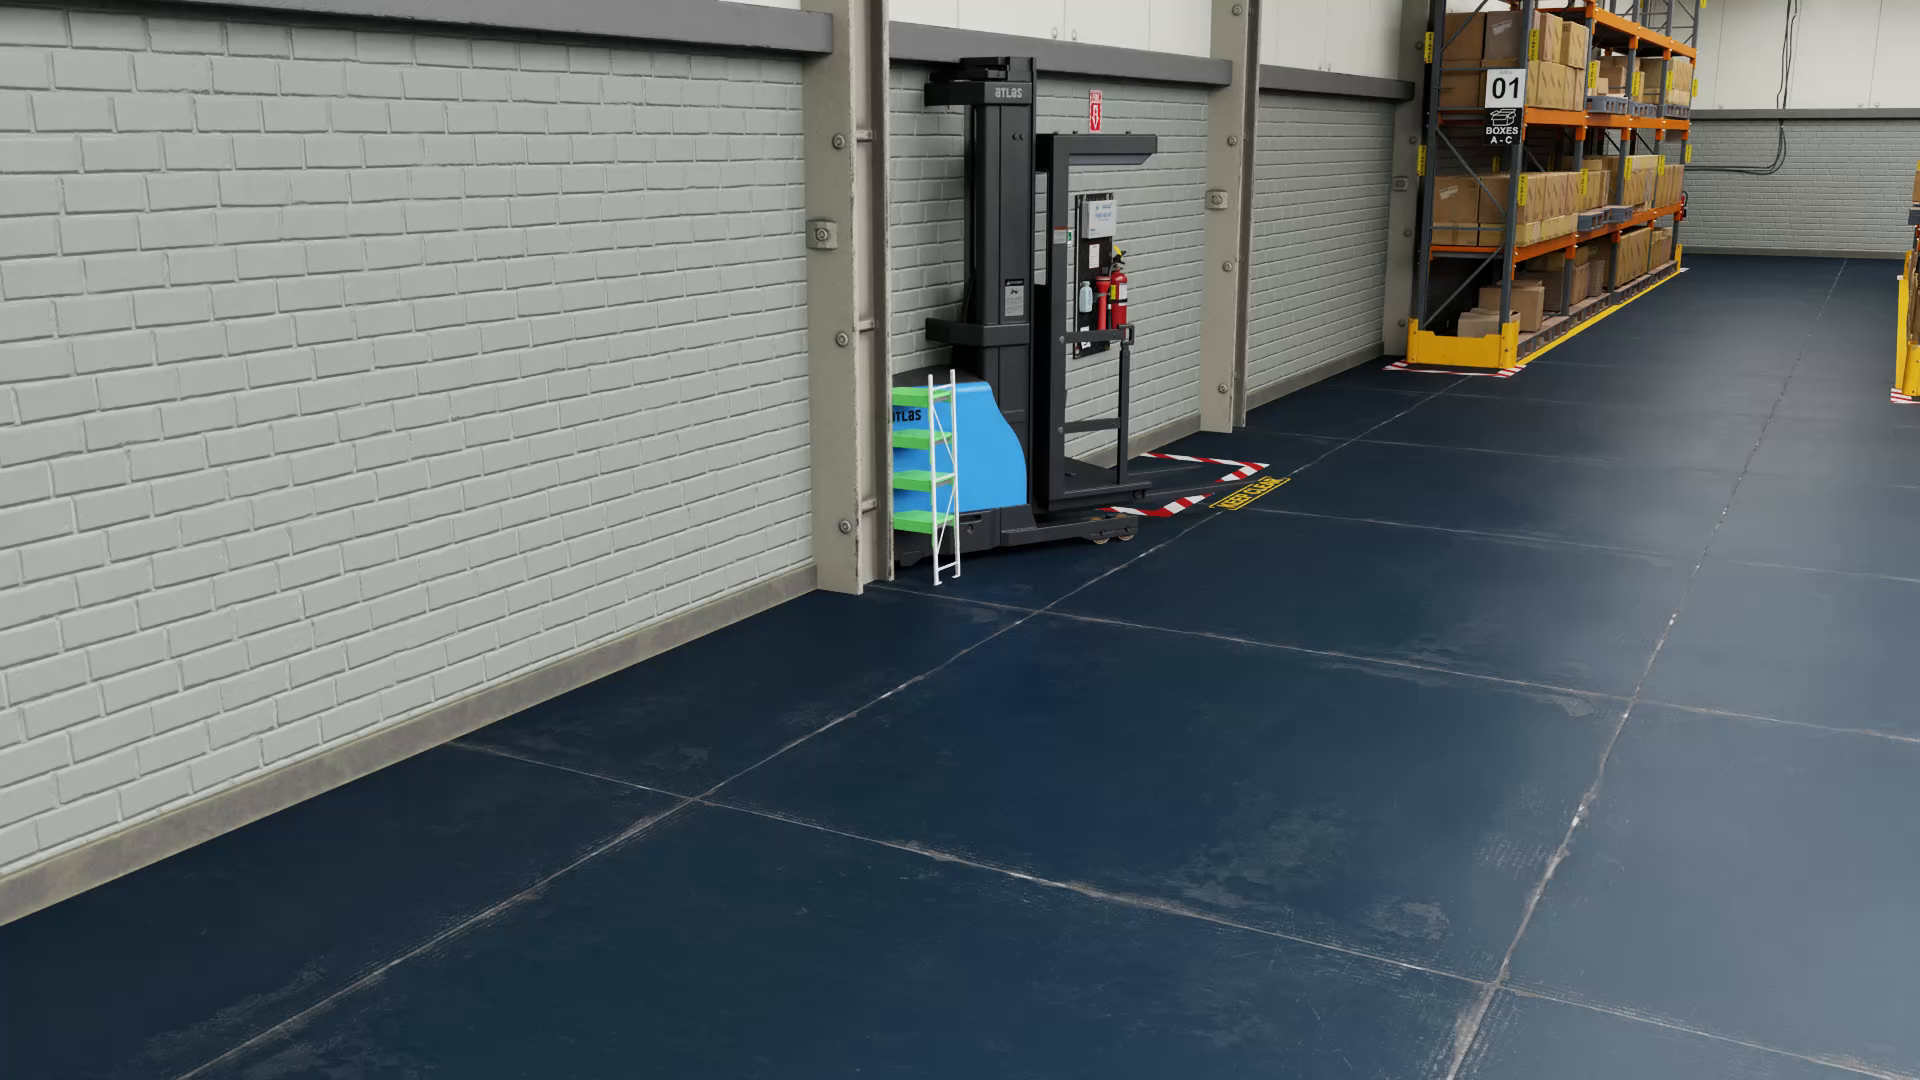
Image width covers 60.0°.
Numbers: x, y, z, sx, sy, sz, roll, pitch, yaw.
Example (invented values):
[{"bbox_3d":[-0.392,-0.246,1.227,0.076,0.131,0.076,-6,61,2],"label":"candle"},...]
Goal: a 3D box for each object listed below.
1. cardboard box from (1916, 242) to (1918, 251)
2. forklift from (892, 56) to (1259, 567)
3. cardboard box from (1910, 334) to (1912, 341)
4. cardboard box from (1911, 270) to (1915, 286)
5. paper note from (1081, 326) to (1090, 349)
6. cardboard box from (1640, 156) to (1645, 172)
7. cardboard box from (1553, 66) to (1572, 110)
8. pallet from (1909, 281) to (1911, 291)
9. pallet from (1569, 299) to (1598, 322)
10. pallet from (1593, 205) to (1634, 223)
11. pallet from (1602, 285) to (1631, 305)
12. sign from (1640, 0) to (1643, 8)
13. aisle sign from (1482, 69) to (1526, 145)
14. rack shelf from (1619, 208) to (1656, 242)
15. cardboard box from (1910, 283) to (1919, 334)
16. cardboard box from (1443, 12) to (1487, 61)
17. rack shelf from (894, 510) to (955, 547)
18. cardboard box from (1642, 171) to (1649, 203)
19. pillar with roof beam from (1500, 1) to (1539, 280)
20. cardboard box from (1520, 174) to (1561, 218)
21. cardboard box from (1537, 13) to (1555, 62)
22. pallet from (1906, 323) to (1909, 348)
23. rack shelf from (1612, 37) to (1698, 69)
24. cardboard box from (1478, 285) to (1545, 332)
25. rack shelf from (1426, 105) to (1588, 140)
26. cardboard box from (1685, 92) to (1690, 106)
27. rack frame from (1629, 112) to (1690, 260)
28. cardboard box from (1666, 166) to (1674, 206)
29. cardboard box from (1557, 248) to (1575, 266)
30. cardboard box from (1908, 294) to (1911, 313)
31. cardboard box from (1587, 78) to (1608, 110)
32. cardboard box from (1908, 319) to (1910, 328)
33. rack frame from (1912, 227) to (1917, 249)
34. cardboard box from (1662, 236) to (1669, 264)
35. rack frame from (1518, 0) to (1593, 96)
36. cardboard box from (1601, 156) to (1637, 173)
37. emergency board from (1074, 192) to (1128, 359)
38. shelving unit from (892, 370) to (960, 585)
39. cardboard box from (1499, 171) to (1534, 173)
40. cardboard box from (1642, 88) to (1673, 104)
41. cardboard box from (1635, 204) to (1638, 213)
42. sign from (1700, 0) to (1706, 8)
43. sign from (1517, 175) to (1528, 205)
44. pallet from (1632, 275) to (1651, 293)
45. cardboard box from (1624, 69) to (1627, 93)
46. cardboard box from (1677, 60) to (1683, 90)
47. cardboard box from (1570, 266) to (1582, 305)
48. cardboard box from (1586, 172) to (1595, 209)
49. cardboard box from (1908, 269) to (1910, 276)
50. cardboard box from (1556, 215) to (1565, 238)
[{"bbox_3d":[14.822,-4.419,25.258,0.500,0.250,0.500,7,15,28],"label":"cardboard box"},{"bbox_3d":[0.543,-1.498,10.493,3.031,2.935,1.130,-8,16,-29],"label":"forklift"},{"bbox_3d":[10.183,-1.986,17.340,0.500,0.250,0.500,7,15,28],"label":"cardboard box"},{"bbox_3d":[13.062,-3.469,22.297,0.500,0.311,0.500,7,15,27],"label":"cardboard box"},{"bbox_3d":[0.920,-1.482,12.162,0.016,0.148,0.142,7,15,28],"label":"paper note"},{"bbox_3d":[10.664,-6.023,26.625,0.500,0.250,0.500,7,15,27],"label":"cardboard box"},{"bbox_3d":[7.029,-5.416,19.944,0.500,0.500,0.500,7,15,26],"label":"cardboard box"},{"bbox_3d":[16.085,-4.118,27.164,1.003,0.211,1.213,7,15,28],"label":"pallet"},{"bbox_3d":[8.510,-3.307,23.802,1.003,0.211,1.213,7,15,28],"label":"pallet"},{"bbox_3d":[9.229,-4.821,24.540,1.213,0.211,1.003,7,15,28],"label":"pallet"},{"bbox_3d":[9.927,-3.870,26.136,1.003,0.211,1.213,7,15,28],"label":"pallet"},{"bbox_3d":[12.865,-10.225,31.417,0.100,0.325,0.005,7,15,28],"label":"sign"},{"bbox_3d":[5.841,-4.646,17.859,0.394,0.787,0.004,7,15,28],"label":"aisle sign"},{"bbox_3d":[10.447,-5.133,26.960,1.077,0.370,4.000,7,15,28],"label":"rack shelf"},{"bbox_3d":[10.420,-2.453,17.680,0.500,0.500,0.500,7,15,28],"label":"cardboard box"},{"bbox_3d":[5.592,-5.552,18.373,0.500,0.500,0.500,8,16,31],"label":"cardboard box"},{"bbox_3d":[-0.282,-0.084,9.619,0.480,0.148,0.258,8,16,34],"label":"rack shelf"},{"bbox_3d":[10.923,-5.765,27.155,0.500,0.500,0.500,7,15,28],"label":"cardboard box"},{"bbox_3d":[11.863,-7.332,21.748,9.100,9.000,0.400,7,15,28],"label":"pillar with roof beam"},{"bbox_3d":[6.849,-4.109,19.856,0.500,0.500,0.500,8,16,30],"label":"cardboard box"},{"bbox_3d":[6.298,-5.582,18.500,0.500,0.500,0.500,7,15,27],"label":"cardboard box"},{"bbox_3d":[12.207,-2.491,20.417,1.003,0.211,1.213,7,15,28],"label":"pallet"},{"bbox_3d":[12.381,-8.676,29.708,1.077,0.370,4.000,7,15,28],"label":"rack shelf"},{"bbox_3d":[6.700,-2.823,20.239,0.700,0.500,0.500,6,15,25],"label":"cardboard box"},{"bbox_3d":[6.580,-4.950,19.800,1.077,0.370,4.000,7,15,28],"label":"rack shelf"},{"bbox_3d":[13.226,-8.172,30.839,0.500,0.250,0.500,8,16,30],"label":"cardboard box"},{"bbox_3d":[13.348,-6.714,31.982,1.000,3.000,0.127,7,15,28],"label":"rack frame"},{"bbox_3d":[12.391,-6.448,30.239,0.980,0.700,0.700,7,15,25],"label":"cardboard box"},{"bbox_3d":[8.346,-3.966,23.378,0.500,0.250,0.500,7,15,26],"label":"cardboard box"},{"bbox_3d":[12.820,-3.095,21.941,0.500,0.250,0.500,7,15,27],"label":"cardboard box"},{"bbox_3d":[8.772,-6.335,23.748,0.797,0.503,0.637,10,17,36],"label":"cardboard box"},{"bbox_3d":[11.395,-2.498,19.466,0.500,0.250,0.500,7,15,28],"label":"cardboard box"},{"bbox_3d":[17.686,-6.153,29.657,1.000,3.000,0.127,7,15,28],"label":"rack frame"},{"bbox_3d":[12.855,-5.445,31.157,0.700,0.500,0.500,7,15,28],"label":"cardboard box"},{"bbox_3d":[7.547,-7.168,21.067,1.000,3.000,0.127,7,15,28],"label":"rack frame"},{"bbox_3d":[10.185,-5.814,25.760,0.500,0.250,0.500,7,15,27],"label":"cardboard box"},{"bbox_3d":[1.066,-1.939,12.177,0.194,1.169,0.643,7,15,28],"label":"emergency board"},{"bbox_3d":[-0.290,-0.379,9.549,0.503,1.200,0.258,8,16,34],"label":"shelving unit"},{"bbox_3d":[7.137,-4.480,21.395,0.500,0.500,0.500,7,15,27],"label":"cardboard box"},{"bbox_3d":[11.979,-7.643,28.647,0.500,0.250,0.500,7,15,28],"label":"cardboard box"},{"bbox_3d":[10.846,-5.424,27.124,0.380,0.149,0.250,7,15,26],"label":"cardboard box"},{"bbox_3d":[13.816,-10.058,30.893,0.100,0.325,0.005,7,15,28],"label":"sign"},{"bbox_3d":[6.088,-3.791,18.009,0.100,0.325,0.005,7,15,28],"label":"sign"},{"bbox_3d":[11.107,-4.371,28.212,1.003,0.211,1.213,7,15,28],"label":"pallet"},{"bbox_3d":[10.153,-7.126,26.139,0.700,0.500,0.500,8,16,31],"label":"cardboard box"},{"bbox_3d":[12.481,-8.218,29.433,0.500,0.500,0.500,7,15,28],"label":"cardboard box"},{"bbox_3d":[8.376,-3.615,23.524,0.700,0.500,0.500,8,15,29],"label":"cardboard box"},{"bbox_3d":[8.390,-4.867,23.171,0.700,0.500,0.500,10,17,36],"label":"cardboard box"},{"bbox_3d":[15.908,-4.393,27.501,0.380,0.149,0.250,7,15,28],"label":"cardboard box"},{"bbox_3d":[7.105,-3.851,20.384,0.500,0.250,0.500,7,15,28],"label":"cardboard box"}]
